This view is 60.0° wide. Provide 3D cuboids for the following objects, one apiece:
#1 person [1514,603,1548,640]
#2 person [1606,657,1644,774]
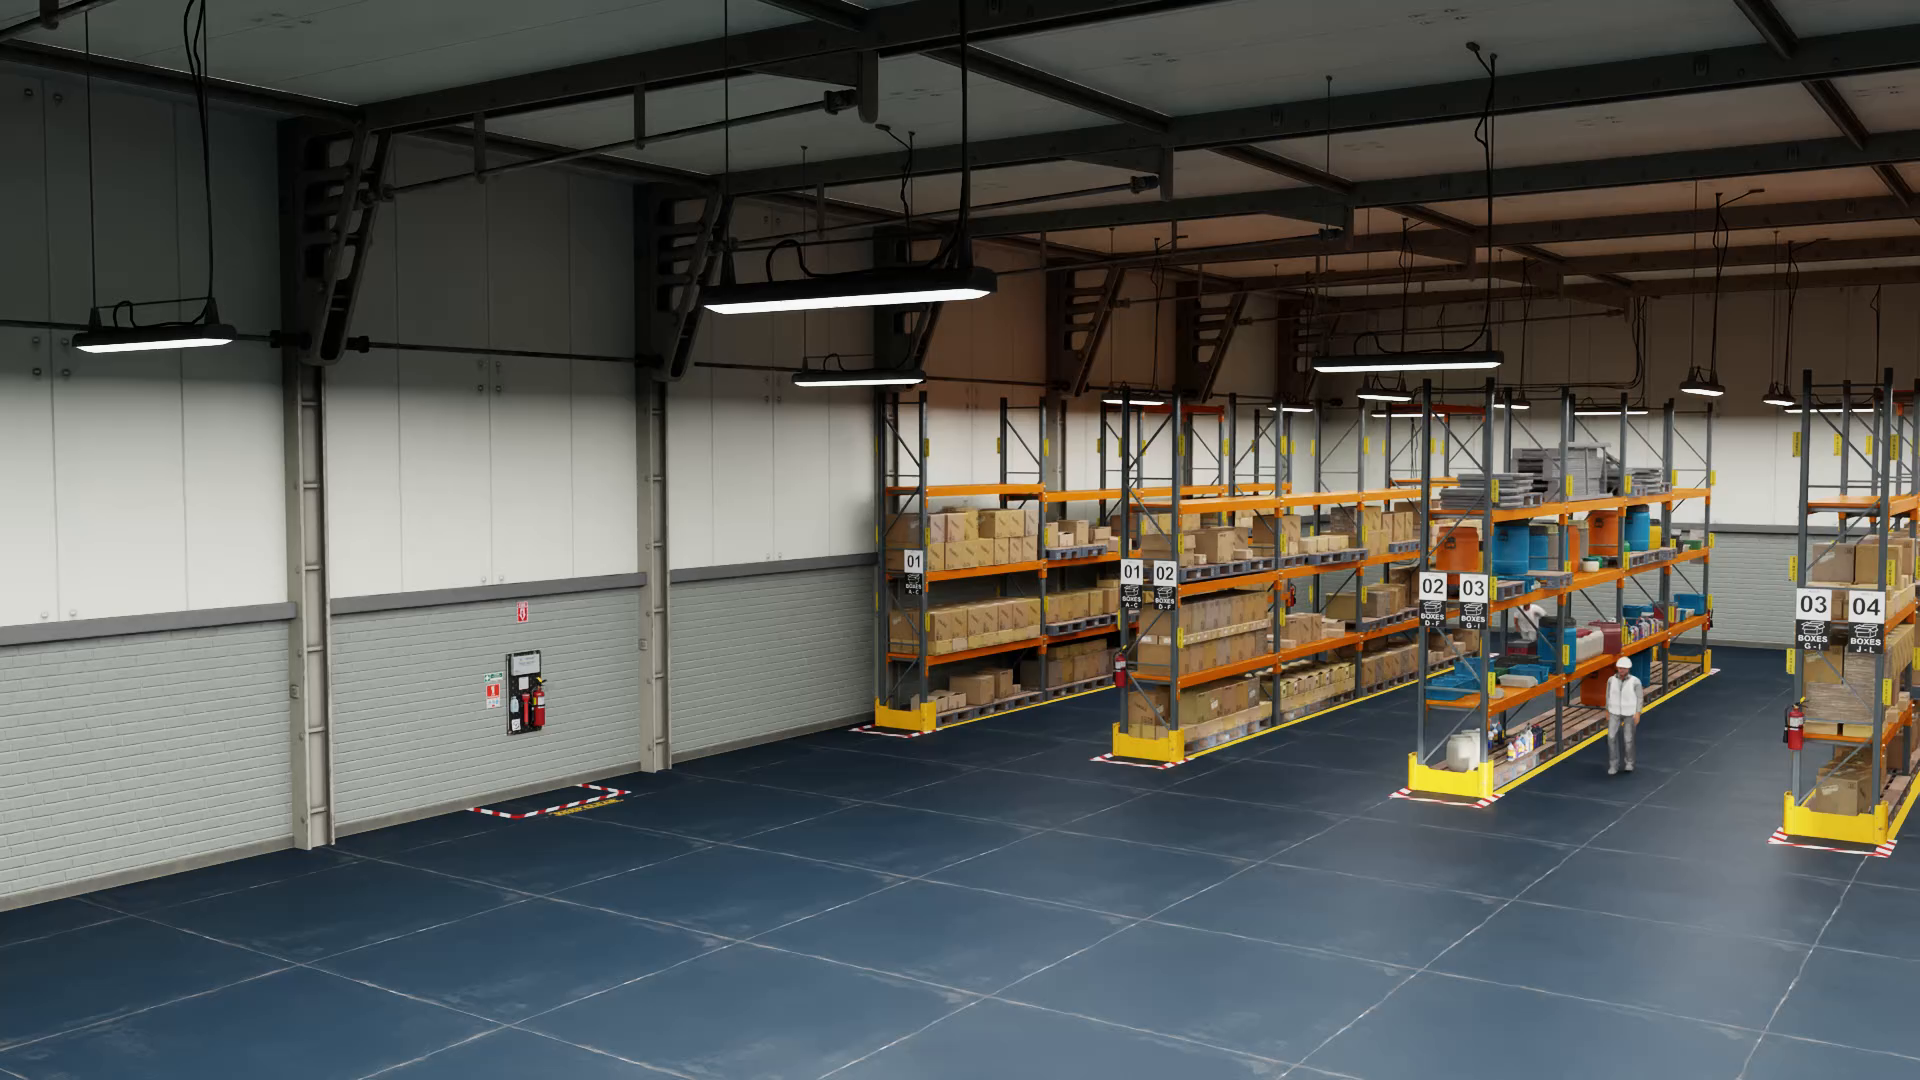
[{"bbox_3d":[13.029,2.063,37.978,0.742,1.665,0.701,3,4,43],"label":"person"},{"bbox_3d":[10.228,2.711,25.636,0.581,1.826,0.550,2,4,36],"label":"person"}]
